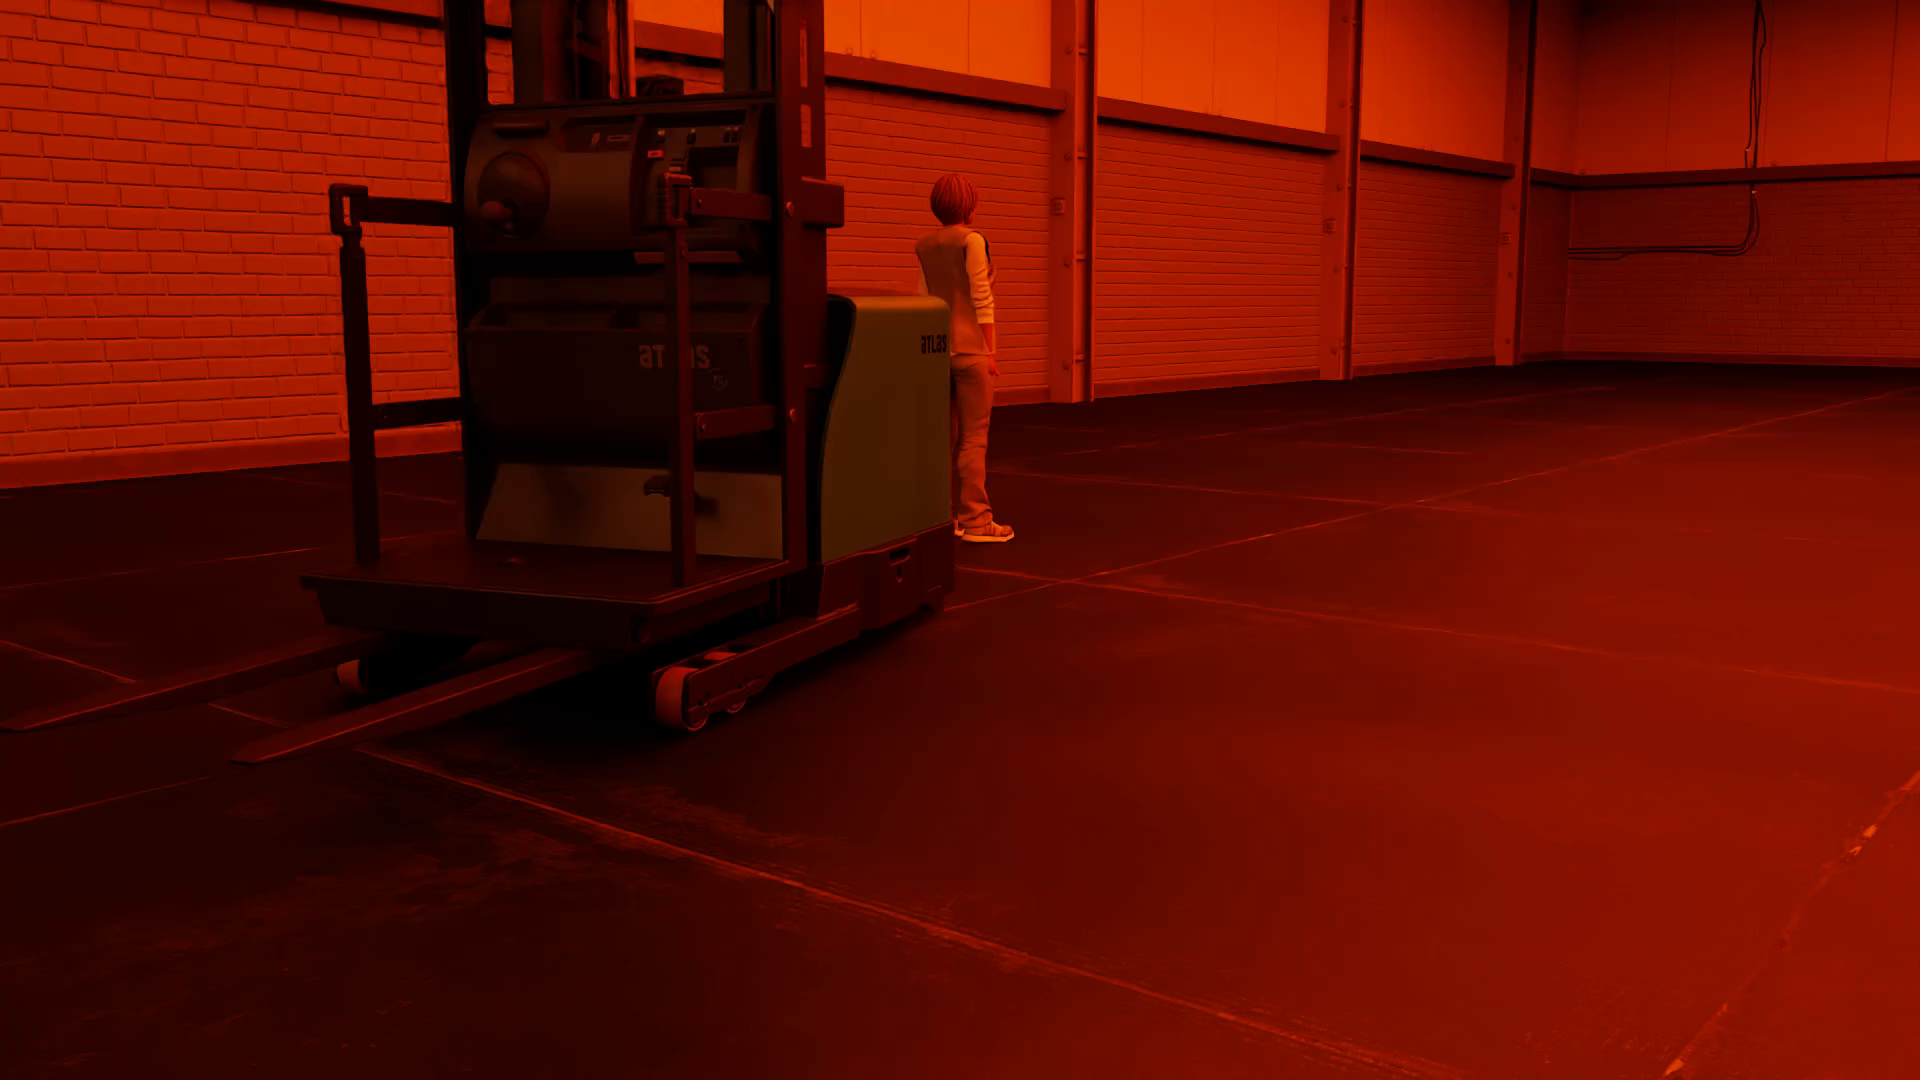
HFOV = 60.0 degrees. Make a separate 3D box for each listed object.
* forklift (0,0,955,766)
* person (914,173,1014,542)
[{"bbox_3d":[-1.043,-1.041,4.393,1.130,2.935,3.031,3,9,22],"label":"forklift"},{"bbox_3d":[-0.002,-0.791,7.292,0.409,1.602,0.327,7,11,38],"label":"person"}]
